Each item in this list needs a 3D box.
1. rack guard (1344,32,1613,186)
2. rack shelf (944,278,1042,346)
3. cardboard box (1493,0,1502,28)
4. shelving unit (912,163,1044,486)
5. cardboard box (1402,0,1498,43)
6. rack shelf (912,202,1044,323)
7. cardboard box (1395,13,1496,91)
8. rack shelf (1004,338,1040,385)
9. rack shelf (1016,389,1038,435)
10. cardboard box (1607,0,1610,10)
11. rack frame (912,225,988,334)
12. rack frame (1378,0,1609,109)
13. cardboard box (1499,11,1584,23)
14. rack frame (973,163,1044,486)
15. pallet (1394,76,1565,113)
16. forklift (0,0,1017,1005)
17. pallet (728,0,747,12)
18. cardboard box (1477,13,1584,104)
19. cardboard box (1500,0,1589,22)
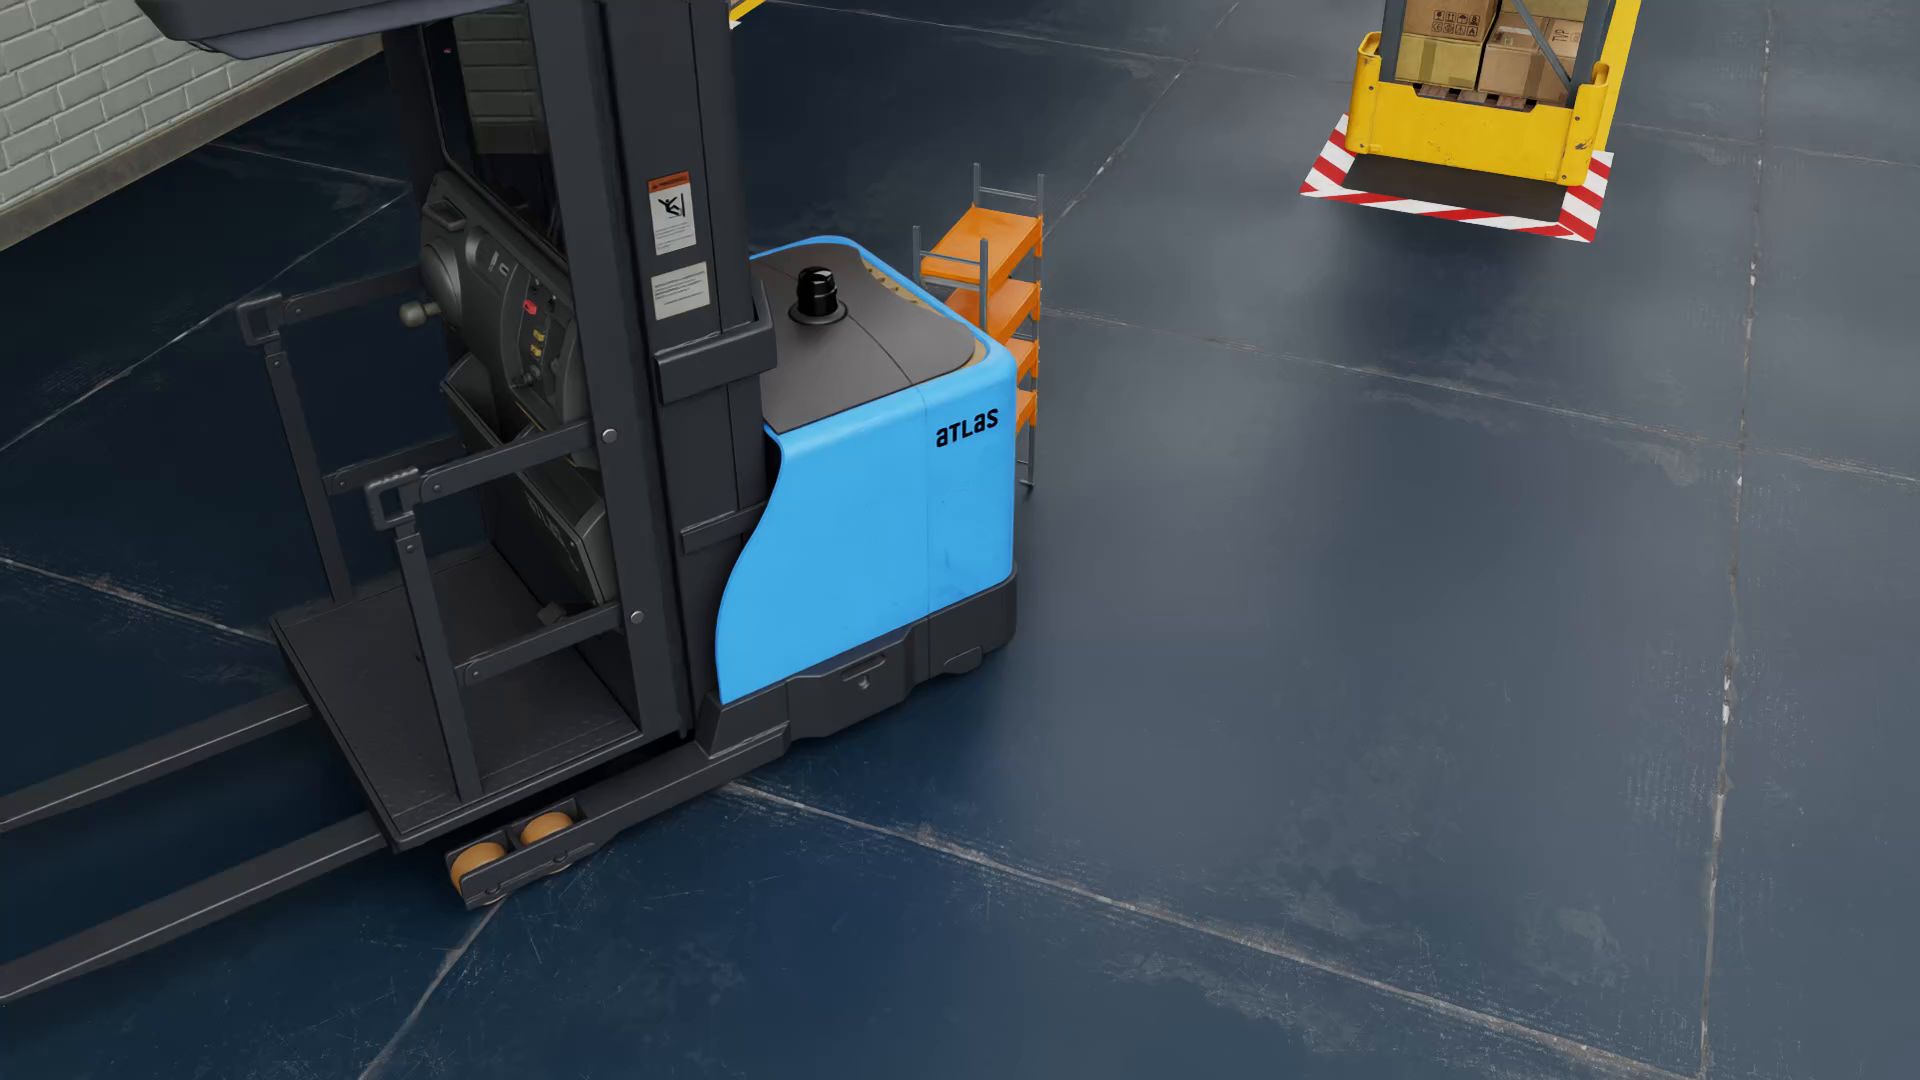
[{"bbox_3d":[2.530,-2.127,8.178,1.175,0.500,0.348,14,39,18],"label":"rack guard"},{"bbox_3d":[0.063,-0.698,5.420,0.258,0.148,0.480,14,39,18],"label":"rack shelf"},{"bbox_3d":[2.649,-2.852,9.006,0.500,0.250,0.500,14,39,18],"label":"cardboard box"},{"bbox_3d":[0.063,-0.572,5.513,0.258,1.200,0.503,14,39,18],"label":"shelving unit"},{"bbox_3d":[2.468,-2.873,8.408,0.500,0.500,0.500,14,39,18],"label":"cardboard box"},{"bbox_3d":[0.063,-0.887,5.278,0.258,0.148,0.480,14,39,18],"label":"rack shelf"},{"bbox_3d":[2.470,-2.572,8.632,0.500,0.250,0.500,14,39,18],"label":"cardboard box"},{"bbox_3d":[0.063,-0.518,5.554,0.258,0.148,0.480,14,39,18],"label":"rack shelf"},{"bbox_3d":[0.063,-0.359,5.673,0.258,0.148,0.480,14,39,18],"label":"rack shelf"},{"bbox_3d":[3.521,-3.284,9.585,0.500,0.250,0.500,14,39,18],"label":"cardboard box"},{"bbox_3d":[-0.030,-0.437,5.333,0.240,1.200,0.015,14,39,18],"label":"rack frame"},{"bbox_3d":[2.539,-3.141,7.447,1.000,3.000,0.127,14,39,18],"label":"rack frame"},{"bbox_3d":[3.136,-2.732,8.845,0.500,0.250,0.500,14,39,18],"label":"cardboard box"},{"bbox_3d":[0.156,-0.707,5.694,0.240,1.200,0.015,14,39,18],"label":"rack frame"},{"bbox_3d":[2.792,-2.457,8.861,1.003,0.211,1.213,14,39,18],"label":"pallet"},{"bbox_3d":[-1.323,-0.561,4.052,3.031,2.935,1.130,-23,42,-27],"label":"forklift"},{"bbox_3d":[-1.673,-3.634,10.436,1.003,0.211,1.213,14,39,18],"label":"pallet"},{"bbox_3d":[2.949,-2.454,8.474,0.500,0.250,0.500,14,39,18],"label":"cardboard box"},{"bbox_3d":[3.138,-3.032,8.620,0.500,0.500,0.500,14,39,18],"label":"cardboard box"}]
